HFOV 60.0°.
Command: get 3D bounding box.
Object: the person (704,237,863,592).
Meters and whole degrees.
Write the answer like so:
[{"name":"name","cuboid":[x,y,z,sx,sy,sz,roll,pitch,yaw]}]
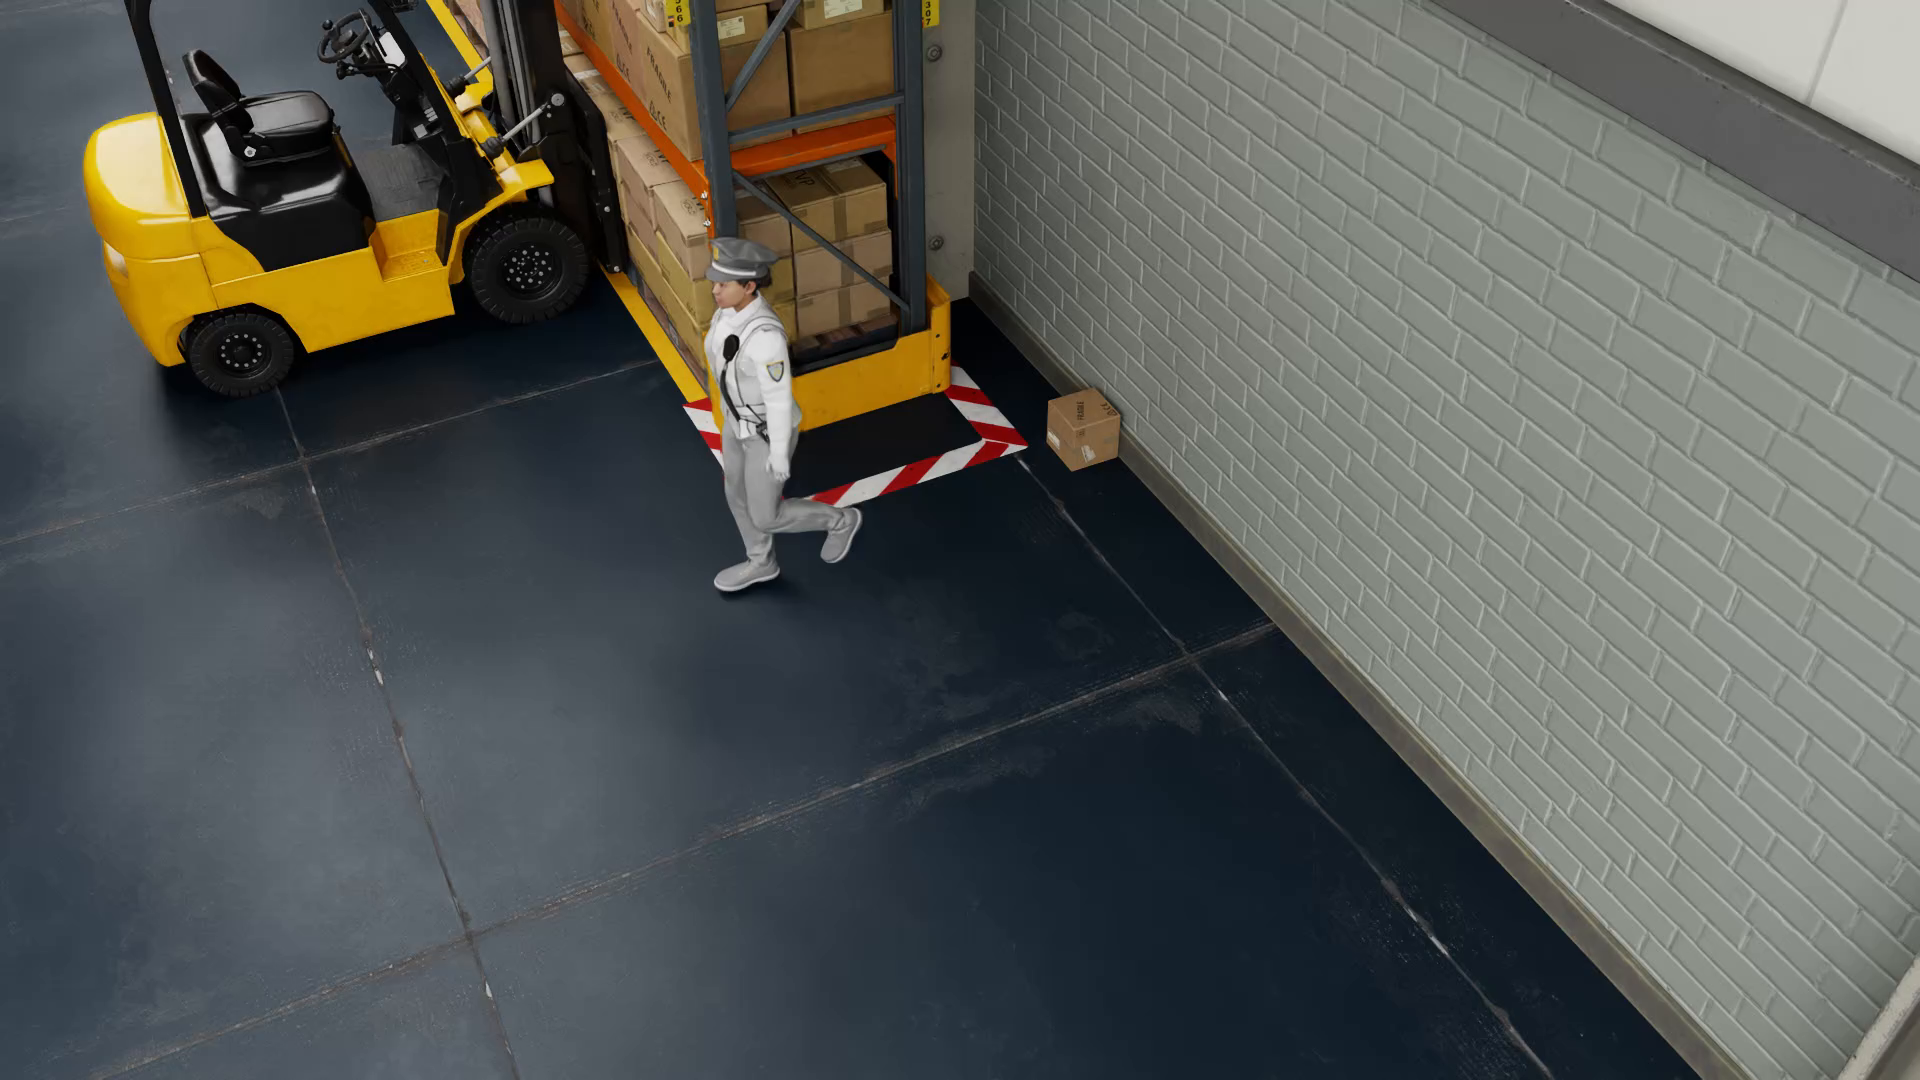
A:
[{"name":"person","cuboid":[-0.739,-0.479,6.651,0.640,1.669,0.493,-18,45,-19]}]
